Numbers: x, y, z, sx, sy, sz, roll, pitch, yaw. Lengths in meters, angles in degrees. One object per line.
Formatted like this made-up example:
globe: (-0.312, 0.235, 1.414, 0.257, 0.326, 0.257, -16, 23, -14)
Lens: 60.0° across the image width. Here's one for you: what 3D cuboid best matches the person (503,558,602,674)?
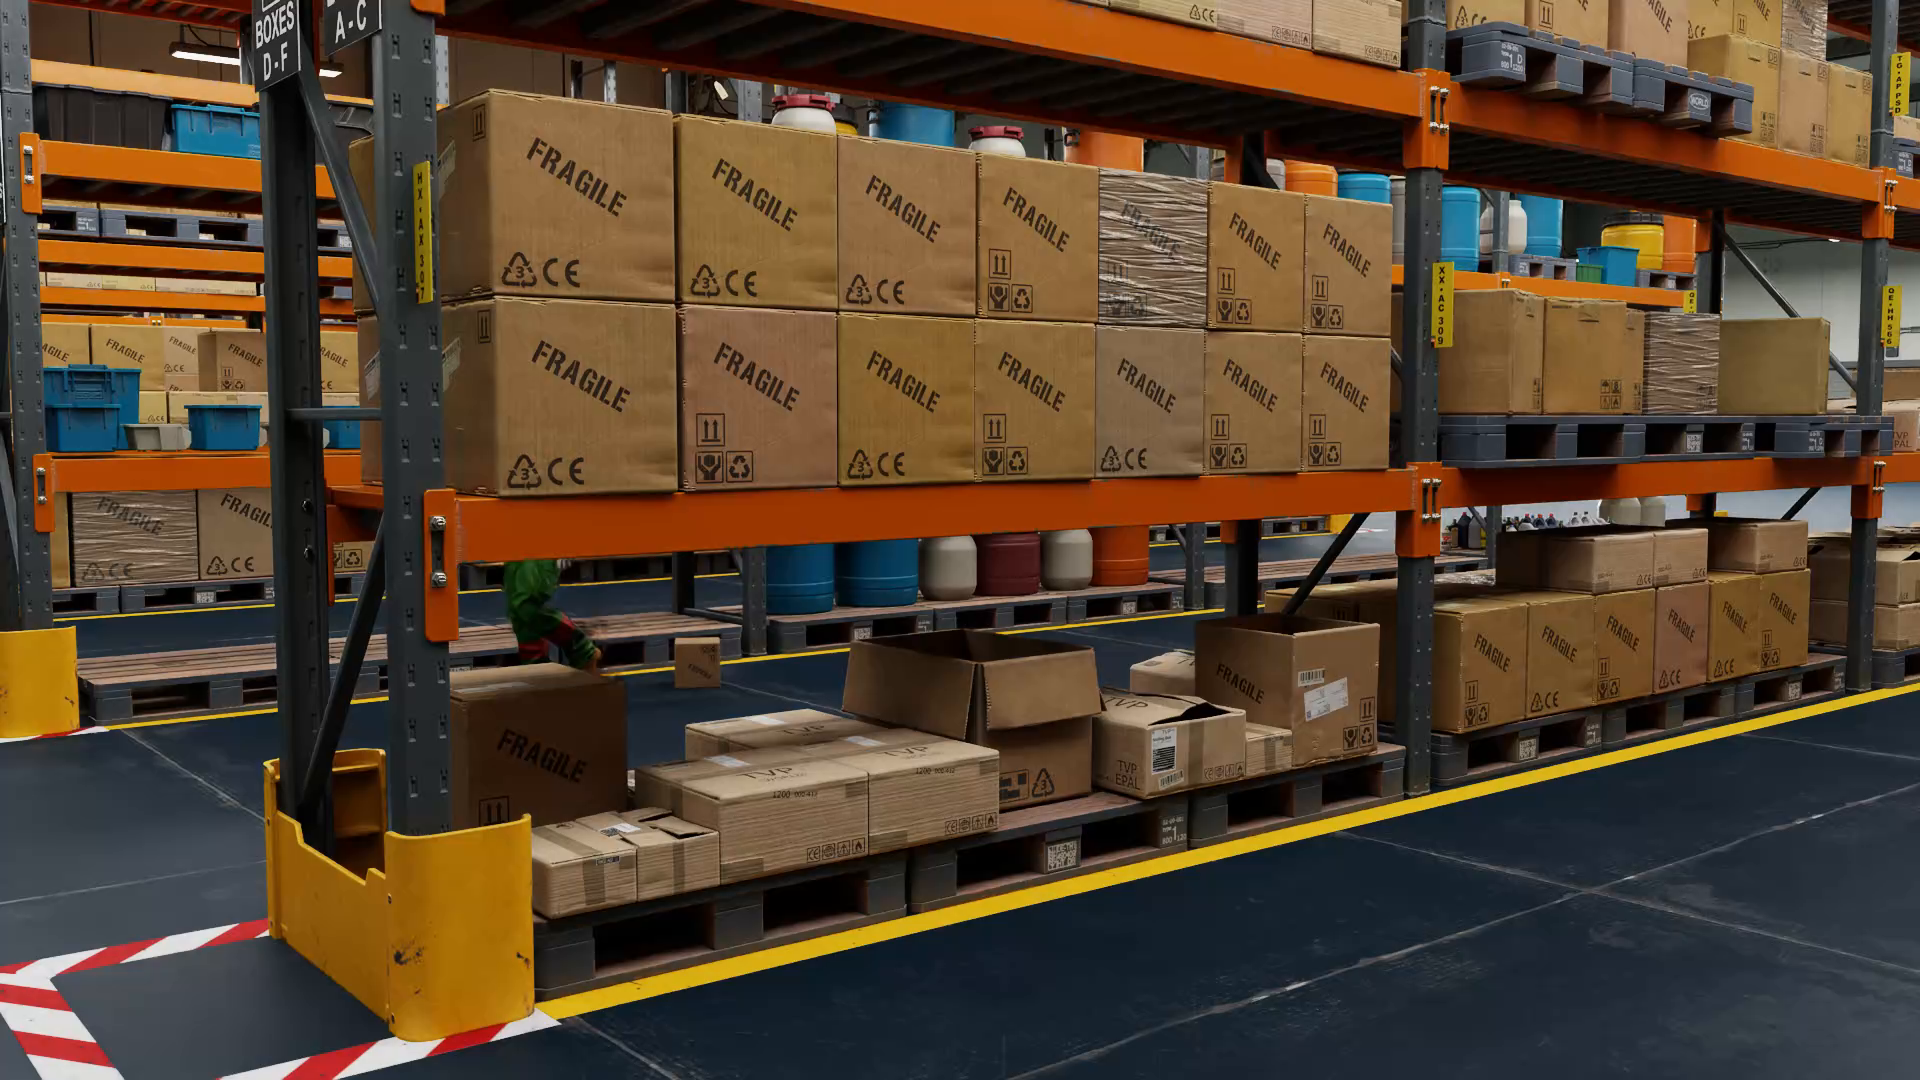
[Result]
person: (-2.077, -0.033, 8.340, 0.514, 1.780, 0.565, -4, 6, -43)
